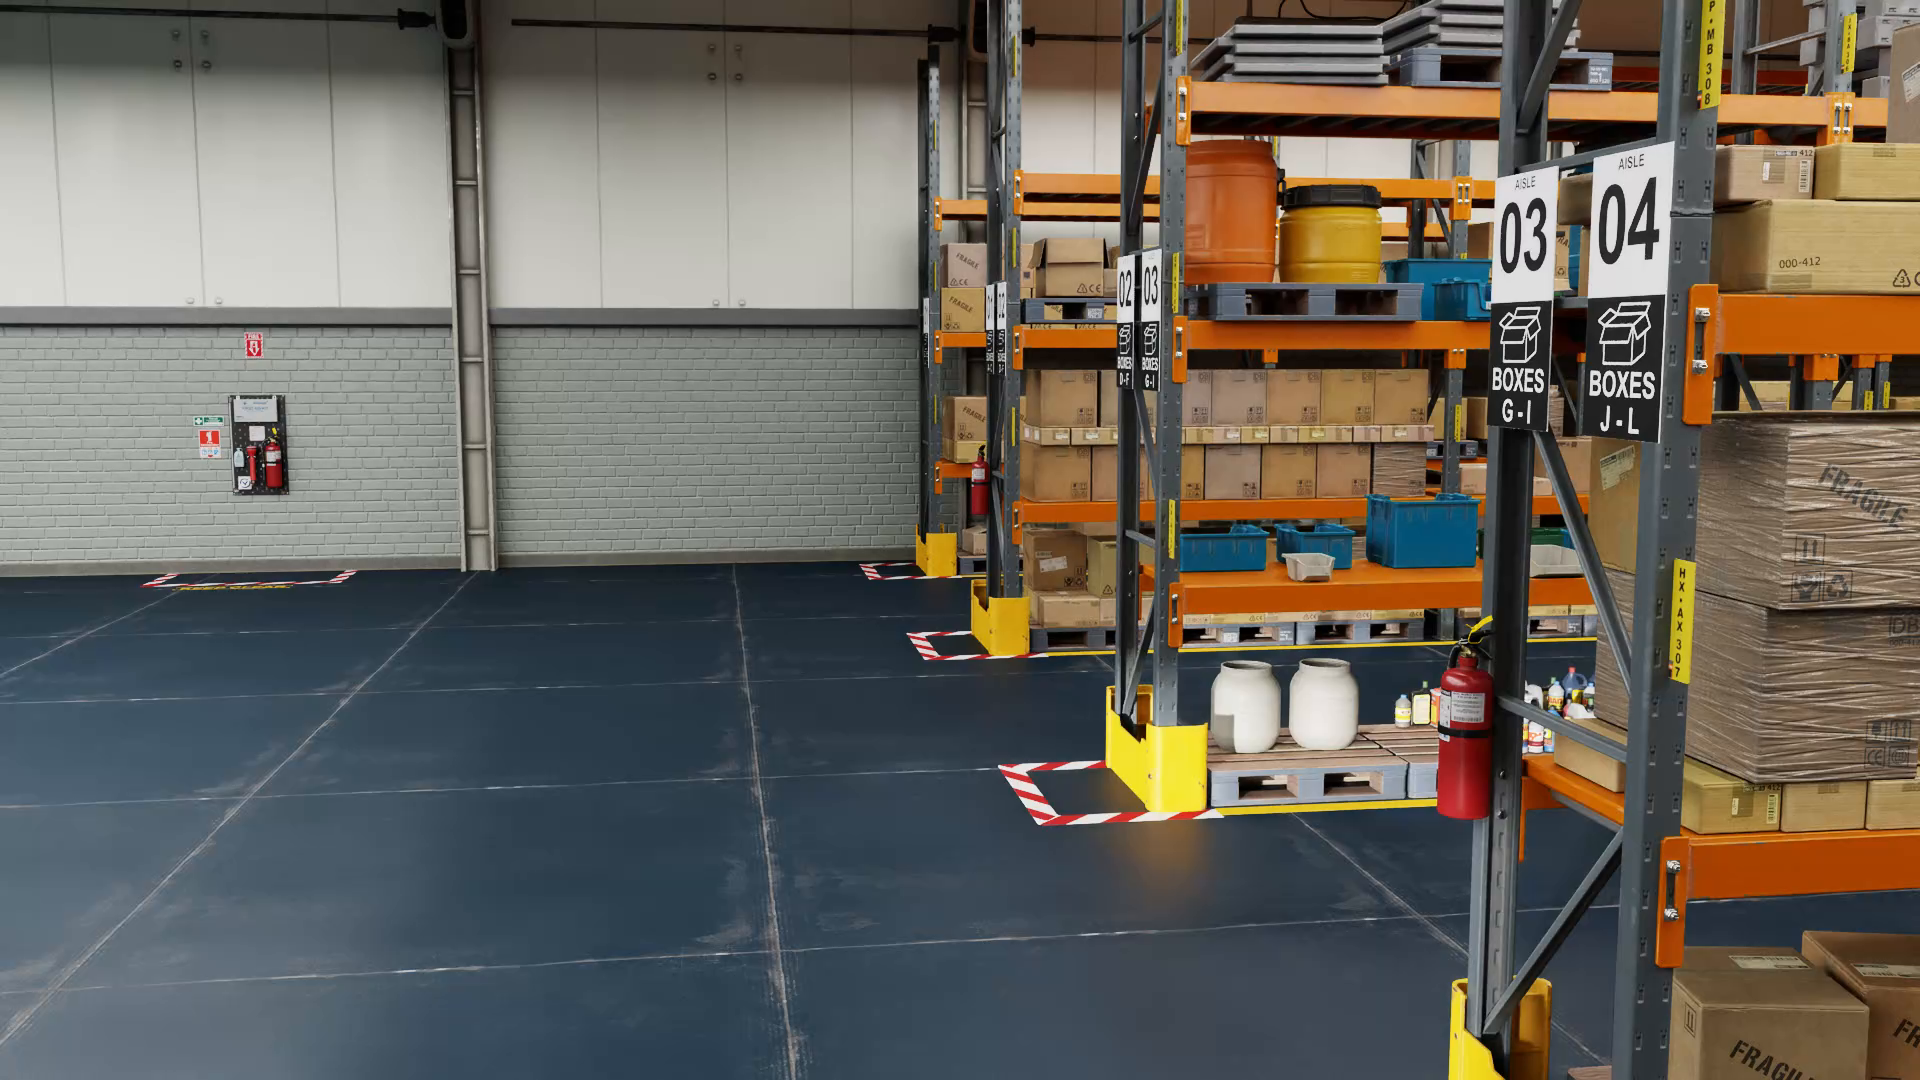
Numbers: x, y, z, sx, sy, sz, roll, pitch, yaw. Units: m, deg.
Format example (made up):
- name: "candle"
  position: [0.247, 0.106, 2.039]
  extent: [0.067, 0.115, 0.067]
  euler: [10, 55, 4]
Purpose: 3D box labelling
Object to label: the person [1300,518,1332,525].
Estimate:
- name: "person"
  position: [3.684, -0.173, 17.397]
  extent: [0.745, 1.566, 0.406]
  euler: [-3, 7, -25]
